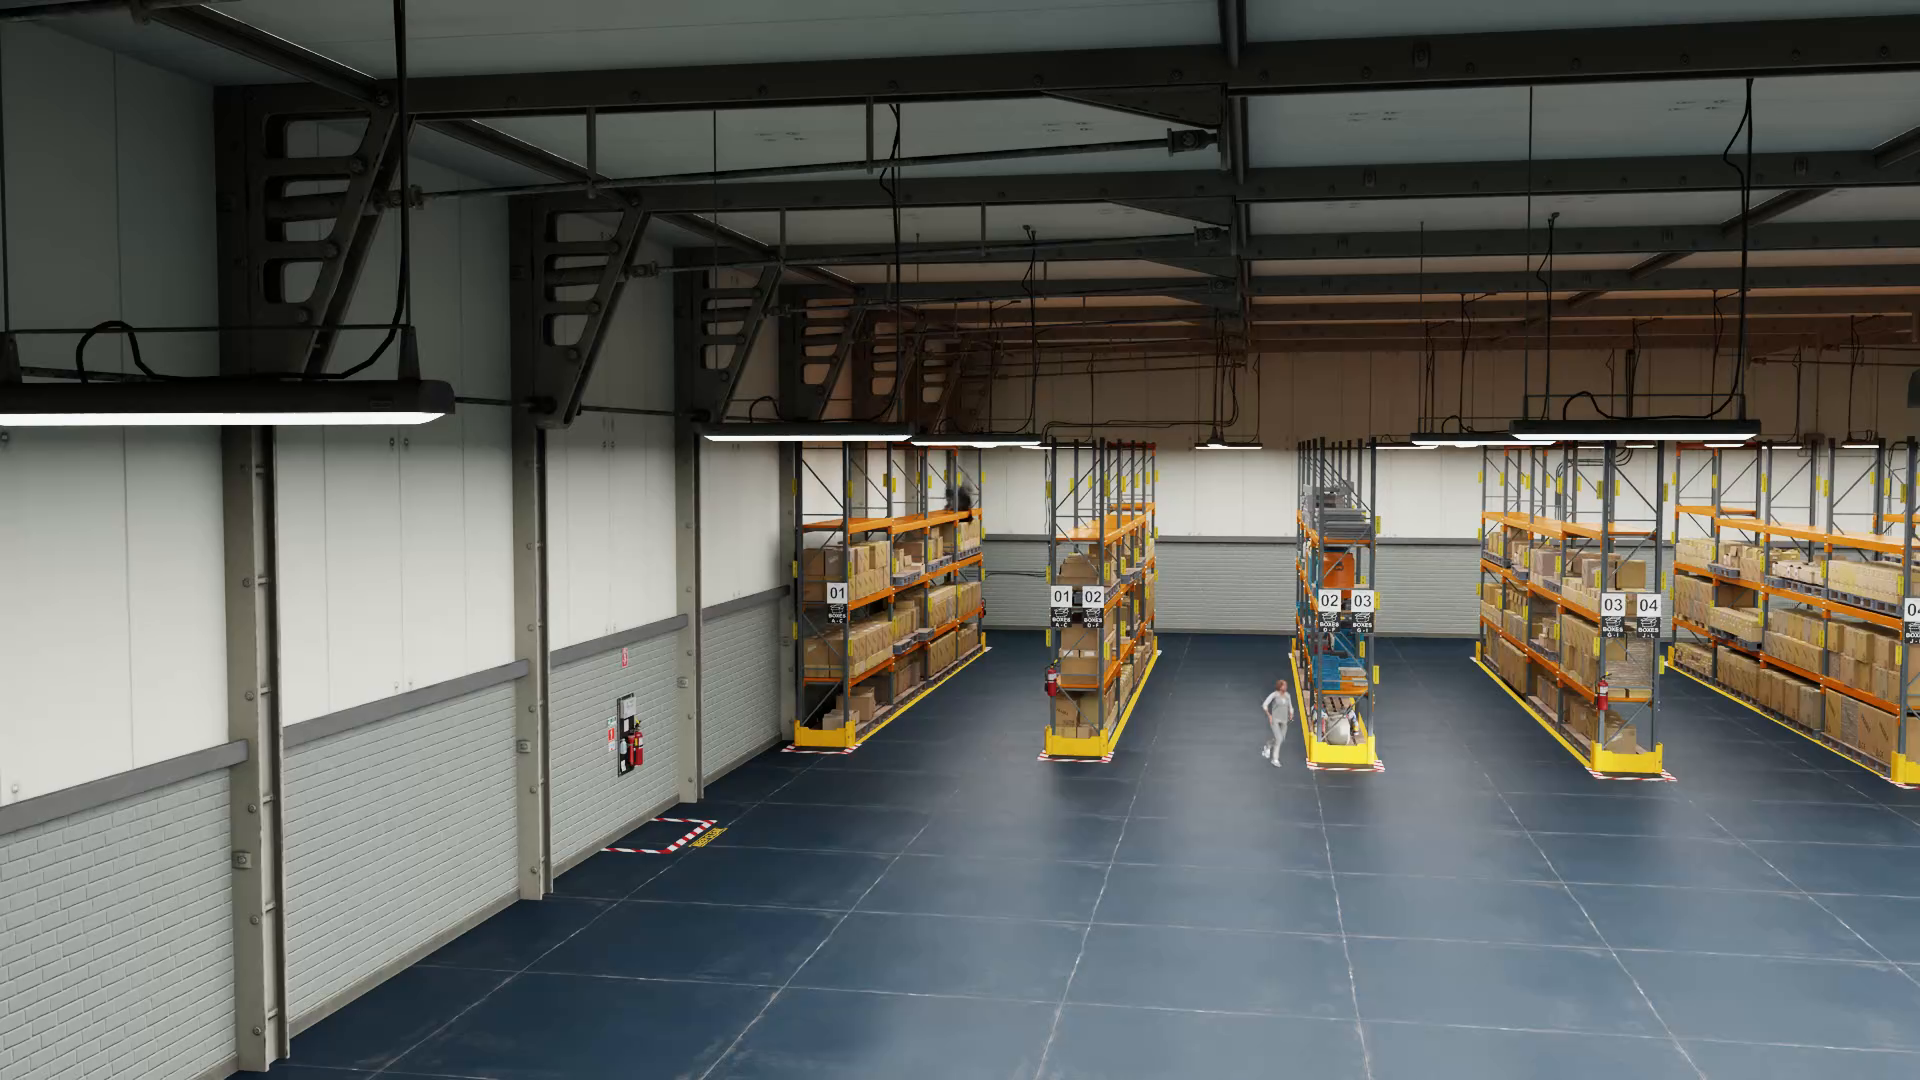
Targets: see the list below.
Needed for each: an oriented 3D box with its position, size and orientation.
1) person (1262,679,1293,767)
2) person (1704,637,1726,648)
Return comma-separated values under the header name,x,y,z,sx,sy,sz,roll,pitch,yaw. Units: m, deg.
name,x,y,z,sx,sy,sz,roll,pitch,yaw
person,5.826,3.341,30.551,0.590,1.566,0.581,-1,3,-22
person,20.711,2.512,45.603,0.784,1.631,0.518,1,3,13
